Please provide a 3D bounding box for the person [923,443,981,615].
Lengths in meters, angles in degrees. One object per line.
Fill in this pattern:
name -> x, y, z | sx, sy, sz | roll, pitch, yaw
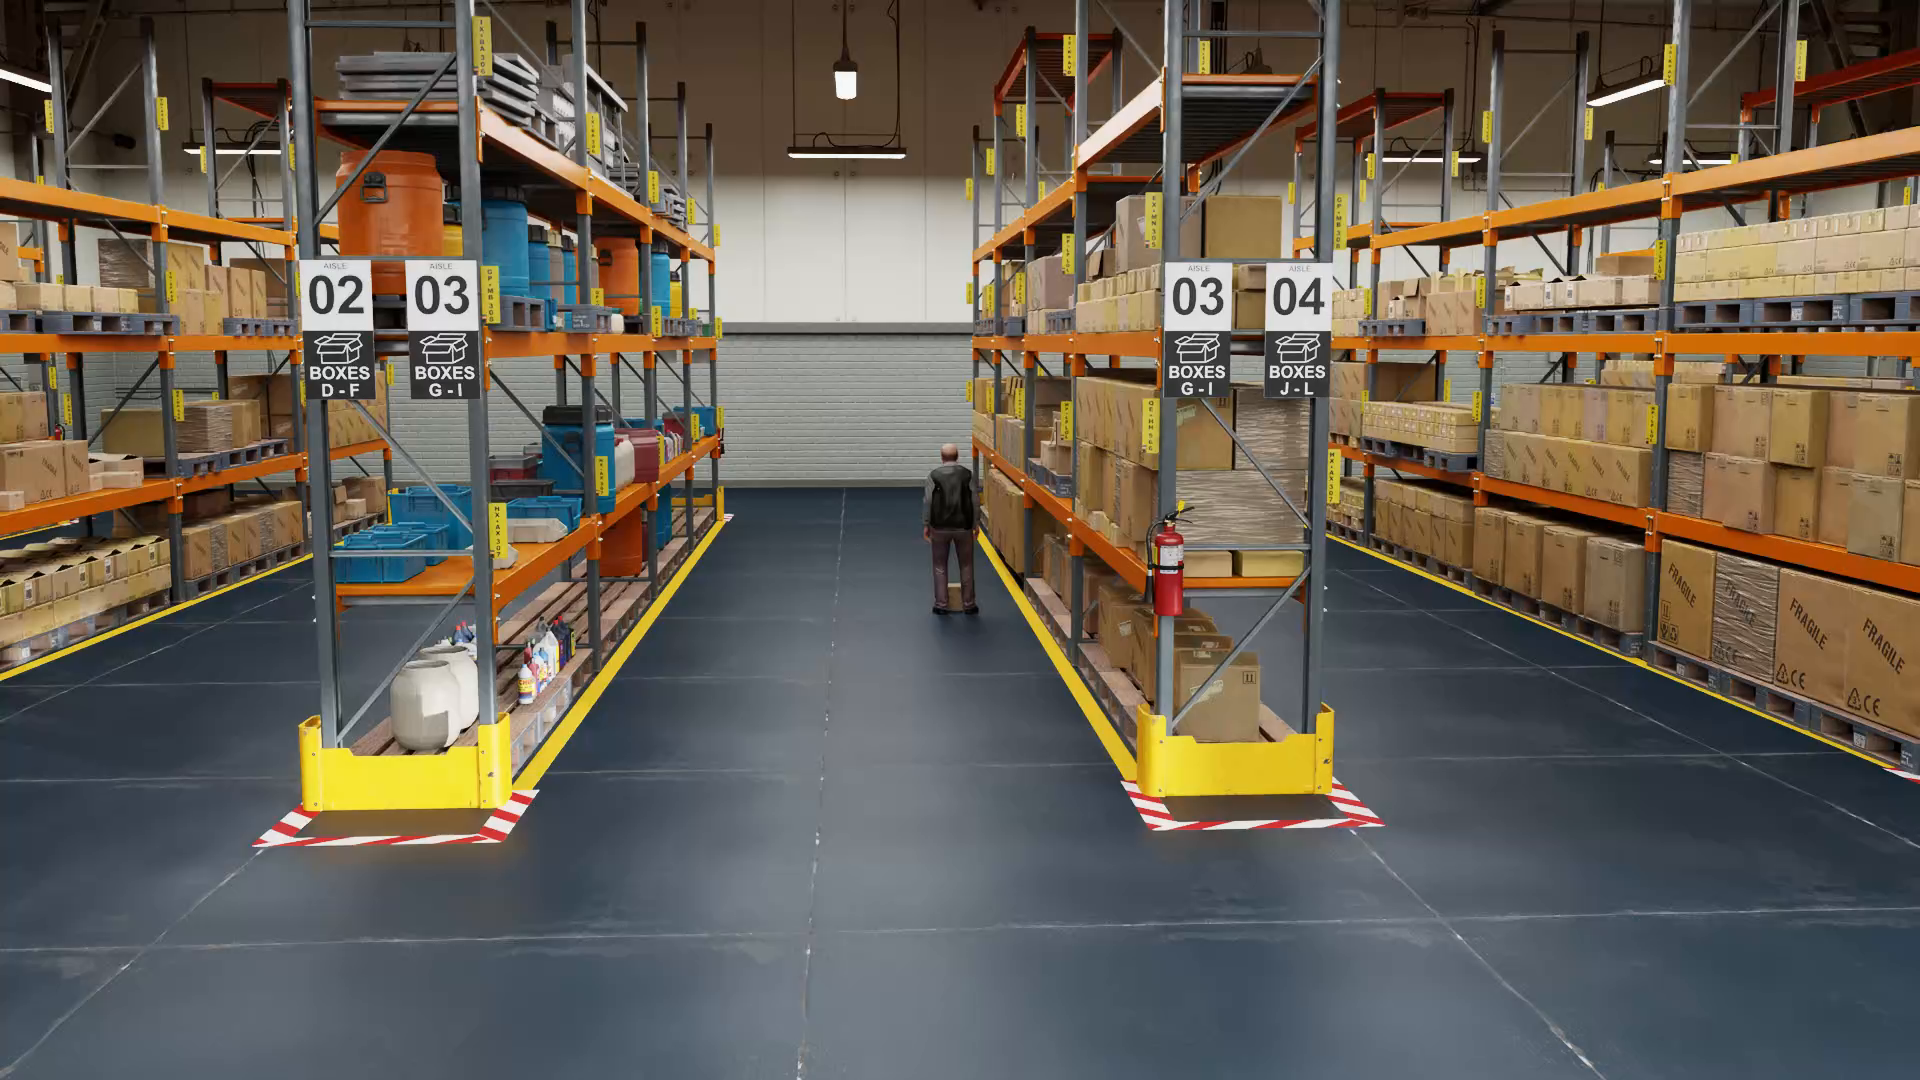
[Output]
person -> -0.081, -0.109, 16.754 | 0.586, 1.721, 0.412 | -1, 7, -5
